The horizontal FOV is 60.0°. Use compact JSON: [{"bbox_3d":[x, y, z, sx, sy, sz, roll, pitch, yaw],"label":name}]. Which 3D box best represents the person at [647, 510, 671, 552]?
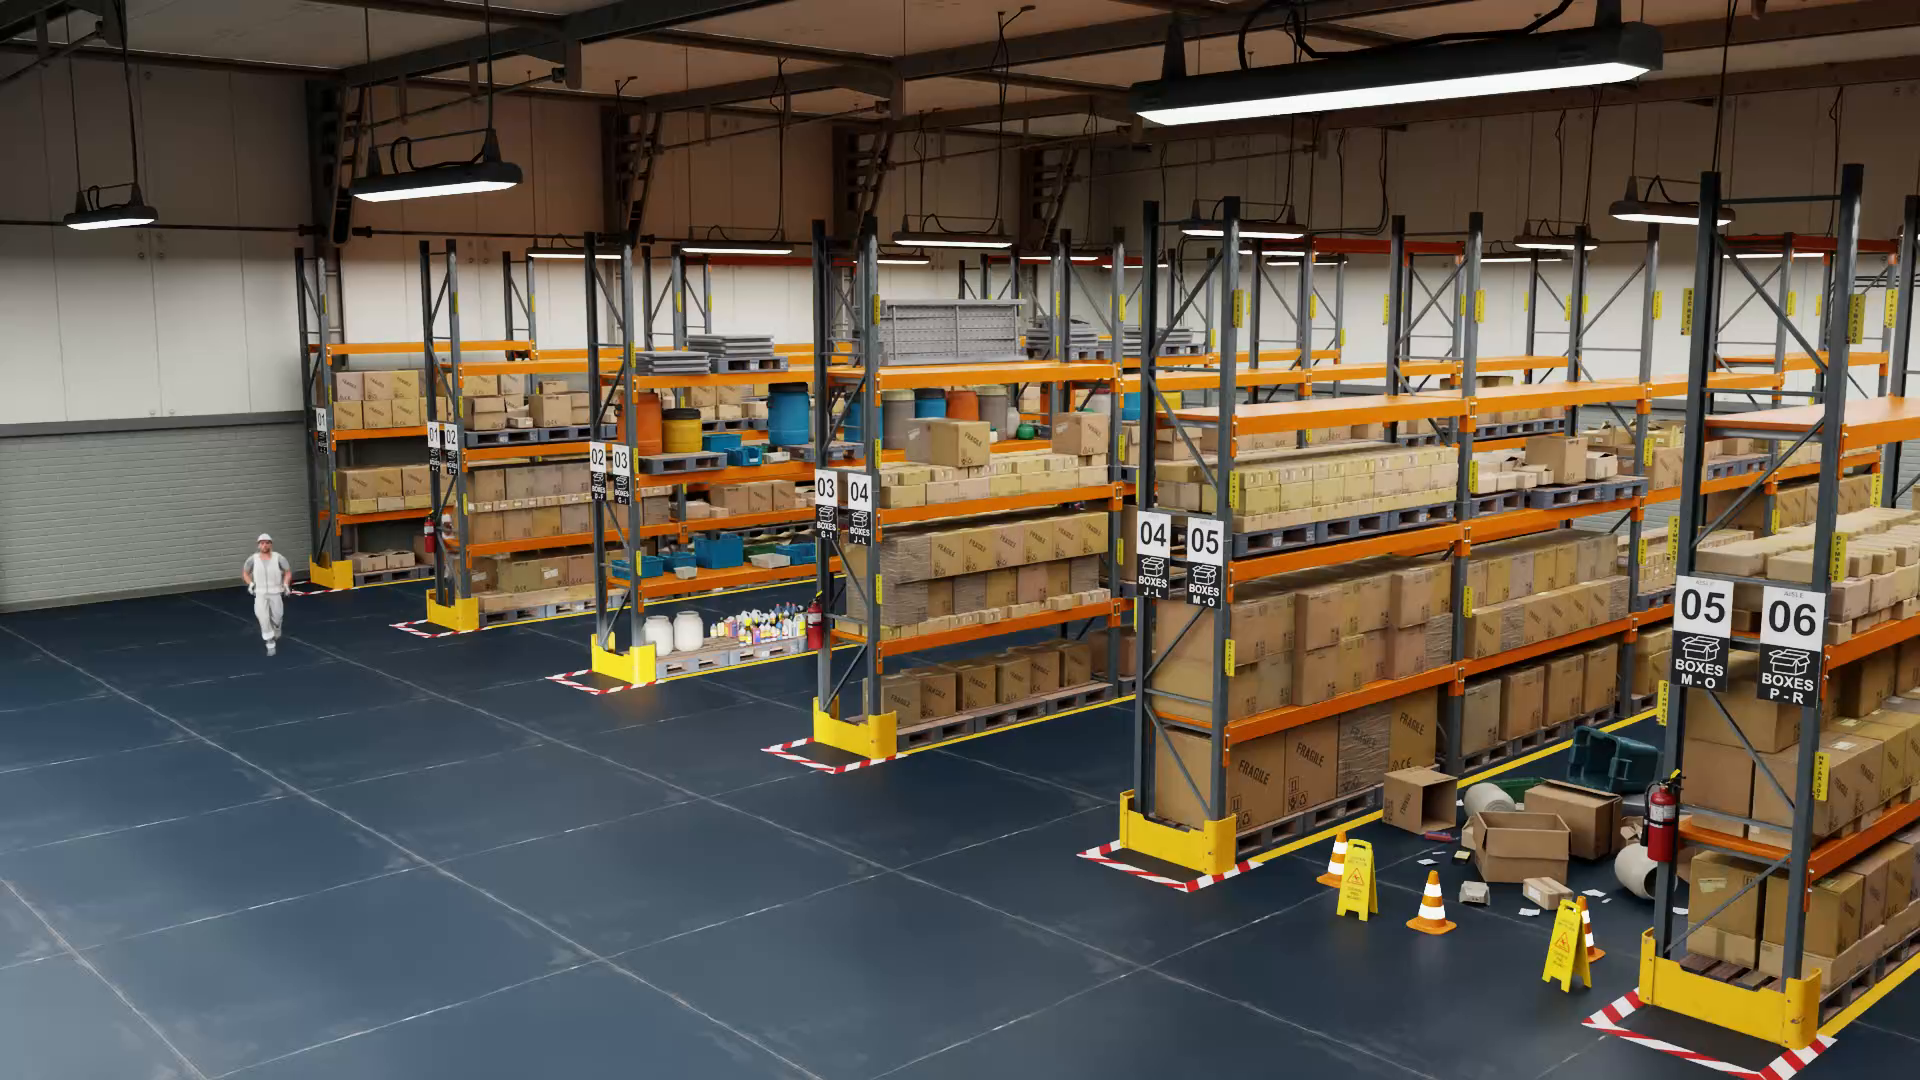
[{"bbox_3d":[-5.562,-0.123,30.281,0.606,1.712,0.874,7,11,39],"label":"person"}]

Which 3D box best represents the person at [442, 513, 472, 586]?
[{"bbox_3d":[-8.453,0.307,27.797,0.739,1.578,0.895,3,9,21],"label":"person"}]

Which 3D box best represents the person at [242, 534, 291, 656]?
[{"bbox_3d":[-10.061,0.778,24.160,0.655,1.752,0.690,-3,9,-20],"label":"person"}]
